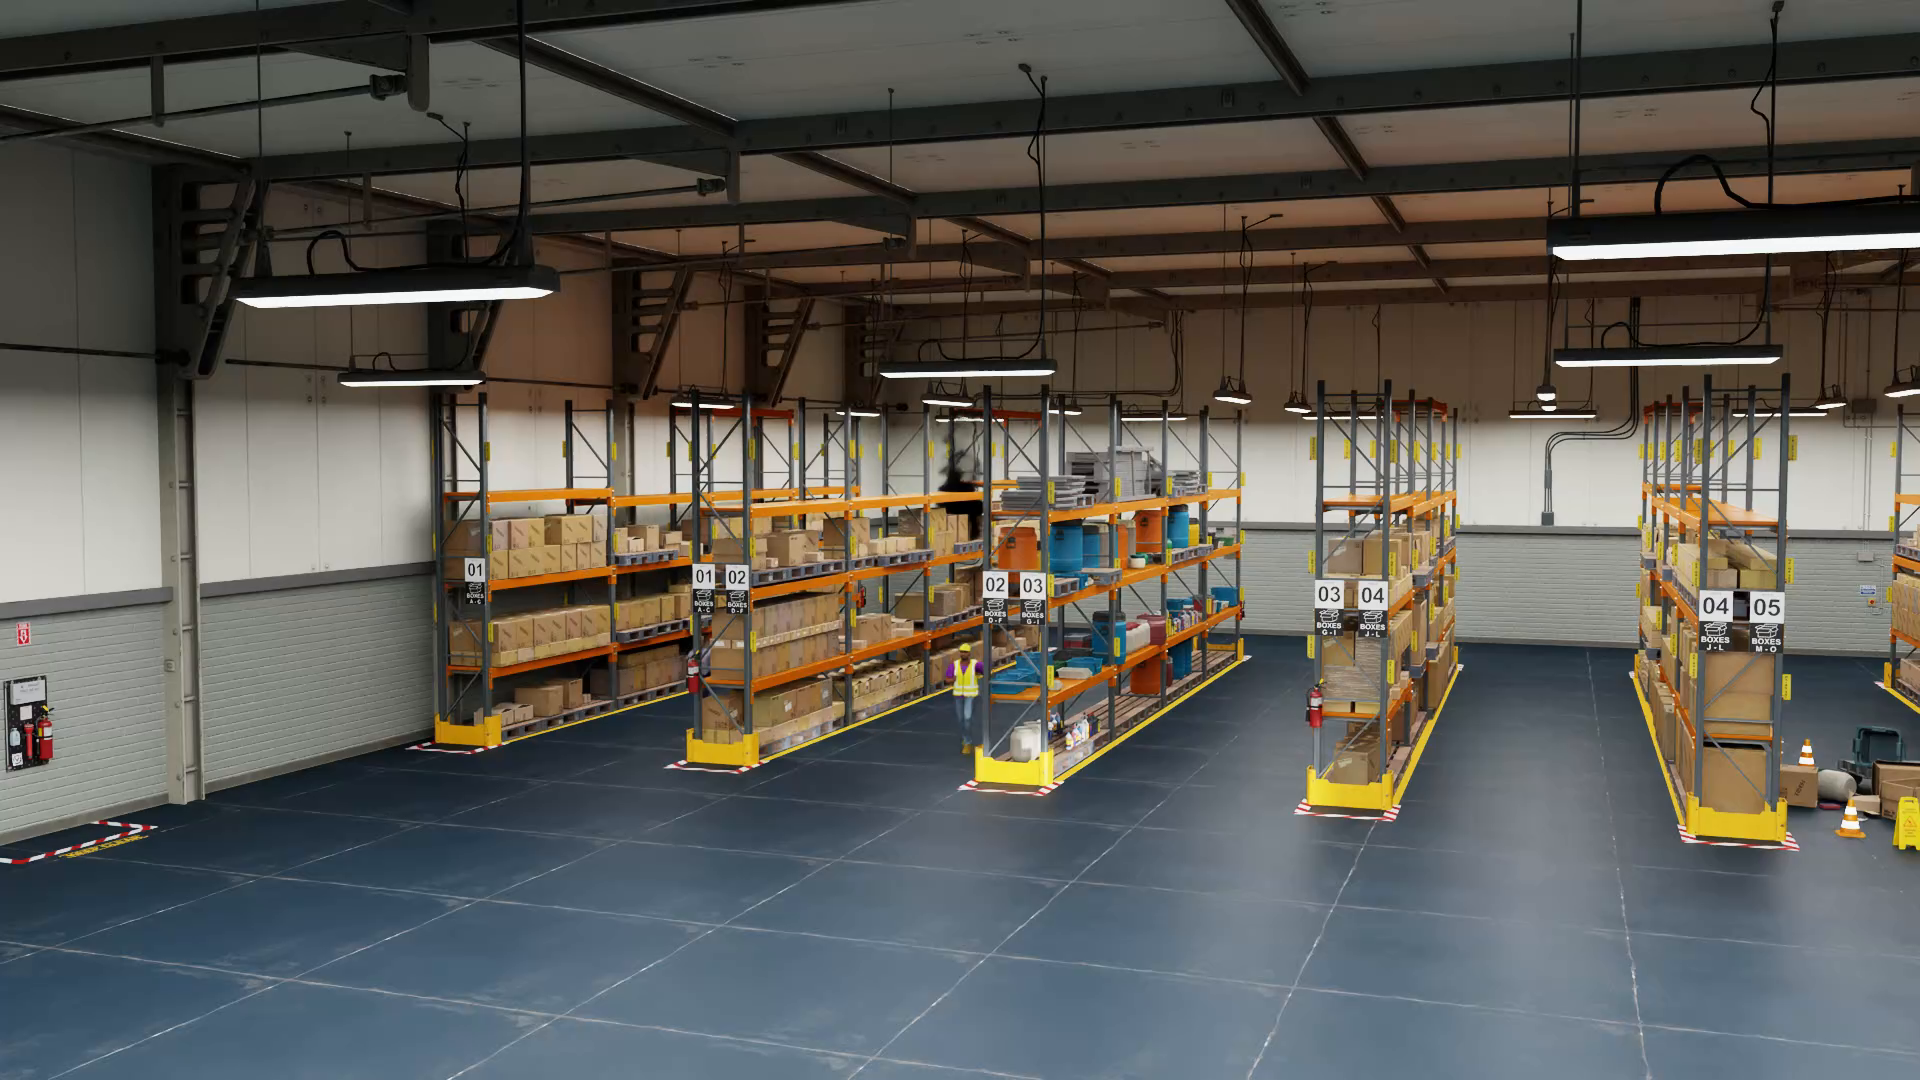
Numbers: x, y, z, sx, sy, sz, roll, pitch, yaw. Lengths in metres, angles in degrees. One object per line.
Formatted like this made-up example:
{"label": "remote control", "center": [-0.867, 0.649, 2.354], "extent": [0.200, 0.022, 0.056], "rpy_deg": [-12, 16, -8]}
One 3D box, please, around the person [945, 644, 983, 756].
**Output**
{"label": "person", "center": [0.097, 2.633, 27.745], "extent": [0.677, 1.821, 0.807], "rpy_deg": [1, 3, 18]}

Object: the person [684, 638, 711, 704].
{"label": "person", "center": [-4.696, 2.598, 30.162], "extent": [0.615, 1.633, 0.864], "rpy_deg": [1, 3, 13]}
